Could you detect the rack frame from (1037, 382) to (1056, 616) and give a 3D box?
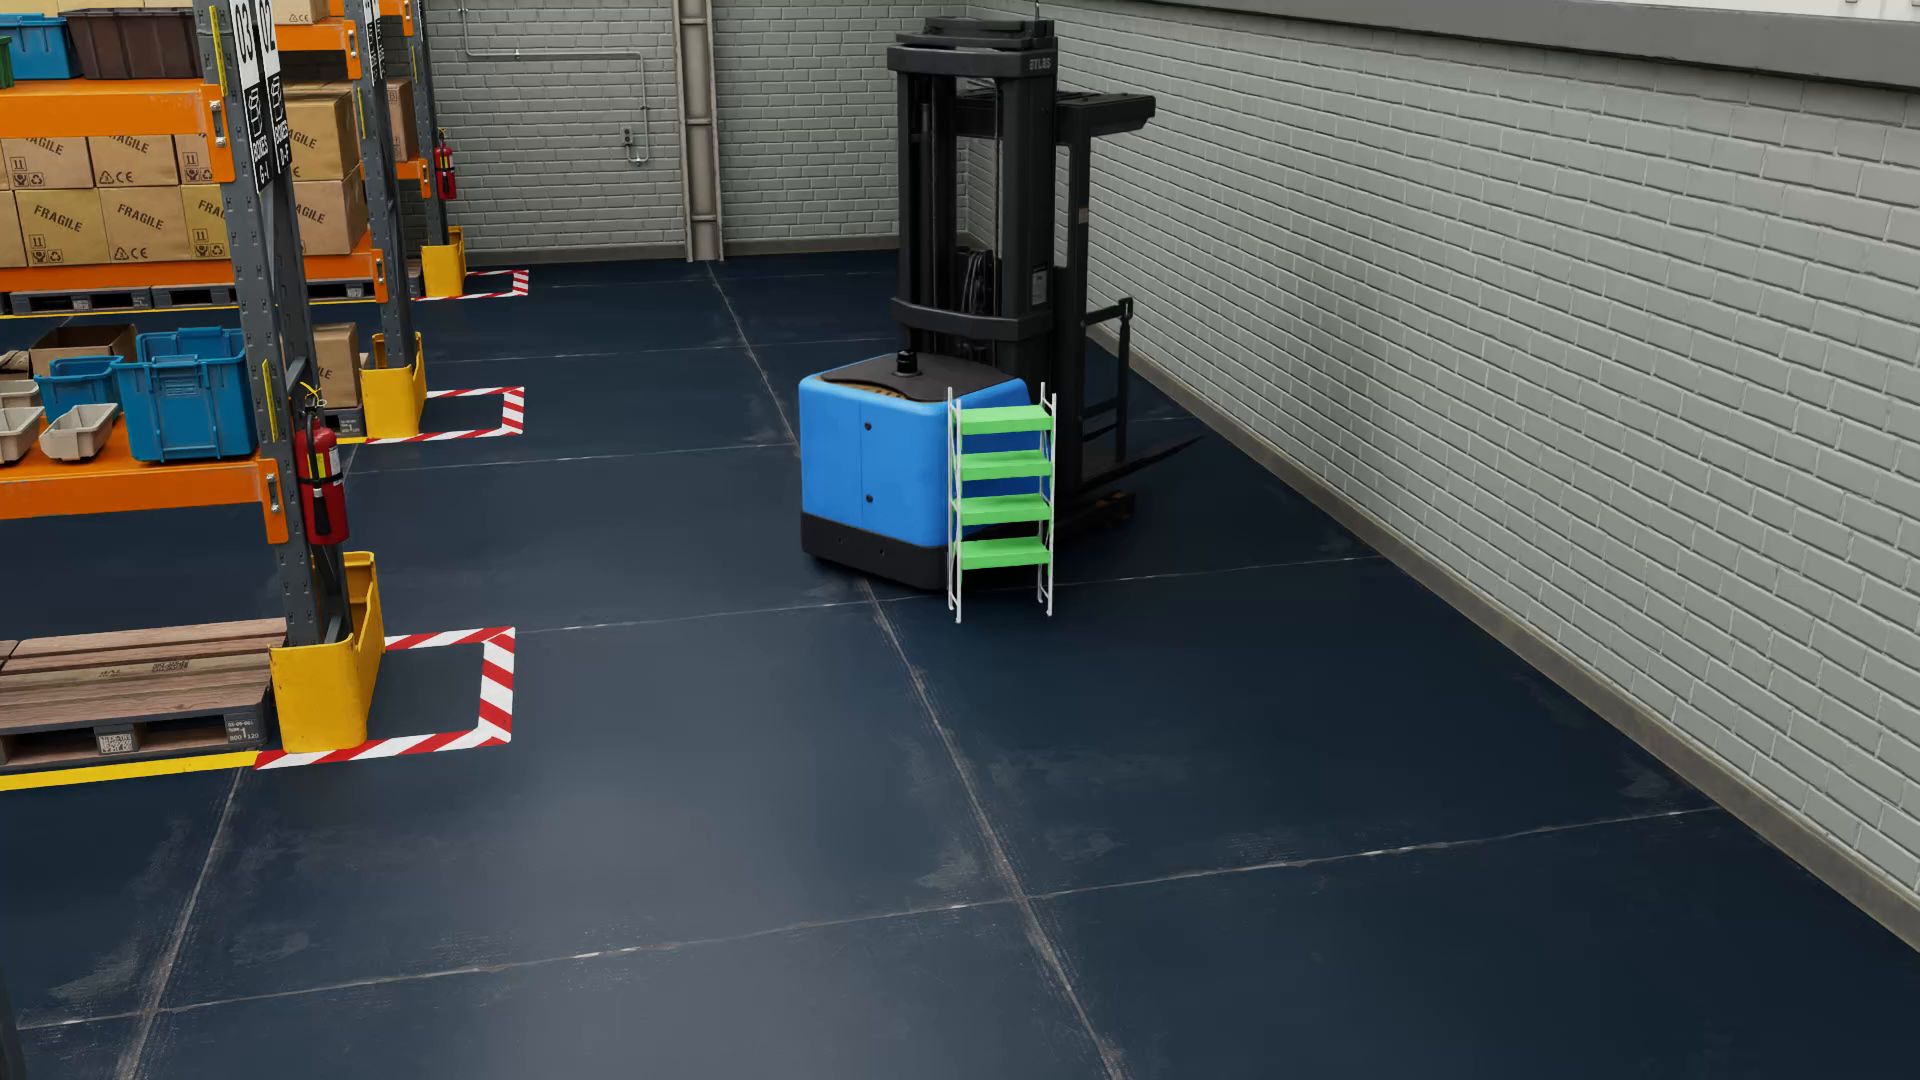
[{"bbox_3d":[0.449,-0.207,8.634,0.015,1.200,0.240,-4,21,-11],"label":"rack frame"}]

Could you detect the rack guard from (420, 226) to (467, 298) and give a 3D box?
[{"bbox_3d":[-5.202,-2.816,16.775,0.348,0.500,1.175,-5,21,-12],"label":"rack guard"}]

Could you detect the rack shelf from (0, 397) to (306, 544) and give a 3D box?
[{"bbox_3d":[-4.892,-0.176,6.979,4.000,0.370,1.077,-5,21,-12],"label":"rack shelf"}]

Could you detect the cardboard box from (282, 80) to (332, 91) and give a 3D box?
[{"bbox_3d":[-6.425,-4.024,16.002,0.700,0.700,0.980,-5,21,-13],"label":"cardboard box"}]

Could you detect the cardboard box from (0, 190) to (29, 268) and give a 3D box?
[{"bbox_3d":[-6.431,-2.090,11.014,0.500,0.500,0.500,-5,21,-13],"label":"cardboard box"}]

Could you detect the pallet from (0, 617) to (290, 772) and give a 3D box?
[{"bbox_3d":[-3.757,0.690,7.624,1.213,0.211,1.003,-5,21,-12],"label":"pallet"}]

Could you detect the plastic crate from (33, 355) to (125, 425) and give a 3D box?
[{"bbox_3d":[-3.902,-0.660,7.411,0.300,0.233,0.416,-5,21,-12],"label":"plastic crate"}]

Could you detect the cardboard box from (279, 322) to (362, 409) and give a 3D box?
[{"bbox_3d":[-4.554,-1.237,11.826,0.500,0.500,0.500,-5,21,-12],"label":"cardboard box"}]

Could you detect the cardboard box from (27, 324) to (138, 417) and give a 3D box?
[{"bbox_3d":[-6.147,-1.198,11.714,0.637,0.503,0.797,-5,21,-12],"label":"cardboard box"}]

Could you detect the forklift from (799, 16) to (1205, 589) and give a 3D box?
[{"bbox_3d":[0.419,-1.546,9.773,1.130,2.935,3.031,16,25,36],"label":"forklift"}]

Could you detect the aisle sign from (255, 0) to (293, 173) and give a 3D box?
[{"bbox_3d":[-2.944,-1.997,7.127,0.004,0.787,0.394,-5,21,-12],"label":"aisle sign"}]

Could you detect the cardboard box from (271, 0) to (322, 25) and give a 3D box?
[{"bbox_3d":[-4.521,-3.539,10.972,0.500,0.250,0.500,-5,21,-12],"label":"cardboard box"}]

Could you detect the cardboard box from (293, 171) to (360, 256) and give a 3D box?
[{"bbox_3d":[-4.455,-2.250,11.452,0.500,0.500,0.500,-4,20,-11],"label":"cardboard box"}]

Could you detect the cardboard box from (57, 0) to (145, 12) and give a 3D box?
[{"bbox_3d":[-5.494,-3.459,10.754,0.500,0.250,0.500,-5,21,-12],"label":"cardboard box"}]

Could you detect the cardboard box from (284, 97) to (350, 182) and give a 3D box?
[{"bbox_3d":[-4.452,-2.719,11.278,0.500,0.500,0.500,-5,21,-13],"label":"cardboard box"}]

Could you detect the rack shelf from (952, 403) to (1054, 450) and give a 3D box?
[{"bbox_3d":[0.211,-0.580,8.443,0.480,0.148,0.258,-4,21,-11],"label":"rack shelf"}]

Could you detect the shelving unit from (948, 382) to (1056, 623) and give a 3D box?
[{"bbox_3d":[0.211,-0.189,8.586,0.503,1.200,0.258,-4,21,-11],"label":"shelving unit"}]

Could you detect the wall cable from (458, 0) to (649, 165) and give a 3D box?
[{"bbox_3d":[-4.197,-4.883,17.306,1.851,1.984,0.084,-5,21,-12],"label":"wall cable"}]

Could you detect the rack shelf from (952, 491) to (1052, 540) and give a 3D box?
[{"bbox_3d":[0.211,-0.129,8.608,0.480,0.148,0.258,-4,21,-11],"label":"rack shelf"}]

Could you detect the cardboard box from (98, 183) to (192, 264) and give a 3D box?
[{"bbox_3d":[-5.446,-2.171,11.234,0.500,0.500,0.500,-4,21,-12],"label":"cardboard box"}]

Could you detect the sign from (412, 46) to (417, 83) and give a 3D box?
[{"bbox_3d":[-5.114,-4.460,15.601,0.005,0.325,0.100,-5,21,-12],"label":"sign"}]

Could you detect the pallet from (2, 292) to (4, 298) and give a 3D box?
[{"bbox_3d":[-9.851,-2.276,15.720,1.213,0.211,1.003,-5,21,-12],"label":"pallet"}]

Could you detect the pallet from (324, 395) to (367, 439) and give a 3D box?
[{"bbox_3d":[-4.931,-0.951,12.105,1.213,0.211,1.003,-5,21,-12],"label":"pallet"}]

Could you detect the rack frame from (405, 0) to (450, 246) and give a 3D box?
[{"bbox_3d":[-5.225,-3.988,16.340,0.127,3.000,1.000,-5,21,-12],"label":"rack frame"}]

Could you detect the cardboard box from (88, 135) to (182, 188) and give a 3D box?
[{"bbox_3d":[-5.446,-2.636,11.052,0.500,0.500,0.500,-4,21,-11],"label":"cardboard box"}]

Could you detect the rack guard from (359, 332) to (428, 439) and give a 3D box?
[{"bbox_3d":[-4.156,-1.150,12.228,0.348,0.500,1.175,-5,21,-12],"label":"rack guard"}]

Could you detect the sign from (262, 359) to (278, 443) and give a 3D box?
[{"bbox_3d":[-2.803,-0.565,6.760,0.005,0.325,0.100,-5,21,-12],"label":"sign"}]

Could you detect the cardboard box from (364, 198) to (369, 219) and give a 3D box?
[{"bbox_3d":[-5.808,-3.304,16.553,0.250,0.149,0.380,-5,21,-12],"label":"cardboard box"}]

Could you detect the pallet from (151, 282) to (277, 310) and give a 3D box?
[{"bbox_3d":[-7.170,-2.494,16.315,1.213,0.211,1.003,-5,21,-12],"label":"pallet"}]

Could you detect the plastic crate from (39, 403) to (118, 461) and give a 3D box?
[{"bbox_3d":[-3.697,-0.451,6.981,0.243,0.136,0.396,-5,21,-12],"label":"plastic crate"}]

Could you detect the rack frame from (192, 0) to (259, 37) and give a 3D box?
[{"bbox_3d":[-2.946,-3.489,6.255,0.127,3.000,1.000,-5,21,-12],"label":"rack frame"}]

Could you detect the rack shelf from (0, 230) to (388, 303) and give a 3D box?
[{"bbox_3d":[-6.028,-1.834,11.506,4.000,0.370,1.077,-5,21,-12],"label":"rack shelf"}]

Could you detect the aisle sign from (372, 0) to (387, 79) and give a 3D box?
[{"bbox_3d":[-4.083,-3.654,11.650,0.004,0.787,0.394,-5,21,-12],"label":"aisle sign"}]

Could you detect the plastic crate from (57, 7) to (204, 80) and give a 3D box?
[{"bbox_3d":[-3.384,-2.082,6.965,0.590,0.269,0.497,-5,21,-12],"label":"plastic crate"}]

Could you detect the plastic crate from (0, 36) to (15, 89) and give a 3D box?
[{"bbox_3d":[-3.840,-1.807,6.334,0.336,0.188,0.450,-5,21,-12],"label":"plastic crate"}]

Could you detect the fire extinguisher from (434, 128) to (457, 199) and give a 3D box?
[{"bbox_3d":[-4.972,-3.634,16.028,0.183,0.674,0.296,-5,21,-12],"label":"fire extinguisher"}]

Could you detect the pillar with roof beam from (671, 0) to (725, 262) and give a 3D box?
[{"bbox_3d":[-1.806,-5.867,12.748,0.400,9.000,9.100,-5,21,-12],"label":"pillar with roof beam"}]

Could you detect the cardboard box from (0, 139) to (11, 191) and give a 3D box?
[{"bbox_3d":[-6.449,-2.554,10.828,0.500,0.500,0.500,-5,21,-14],"label":"cardboard box"}]

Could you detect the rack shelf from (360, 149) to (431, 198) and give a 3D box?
[{"bbox_3d":[-7.172,-3.492,16.032,4.000,0.370,1.077,-5,21,-12],"label":"rack shelf"}]
